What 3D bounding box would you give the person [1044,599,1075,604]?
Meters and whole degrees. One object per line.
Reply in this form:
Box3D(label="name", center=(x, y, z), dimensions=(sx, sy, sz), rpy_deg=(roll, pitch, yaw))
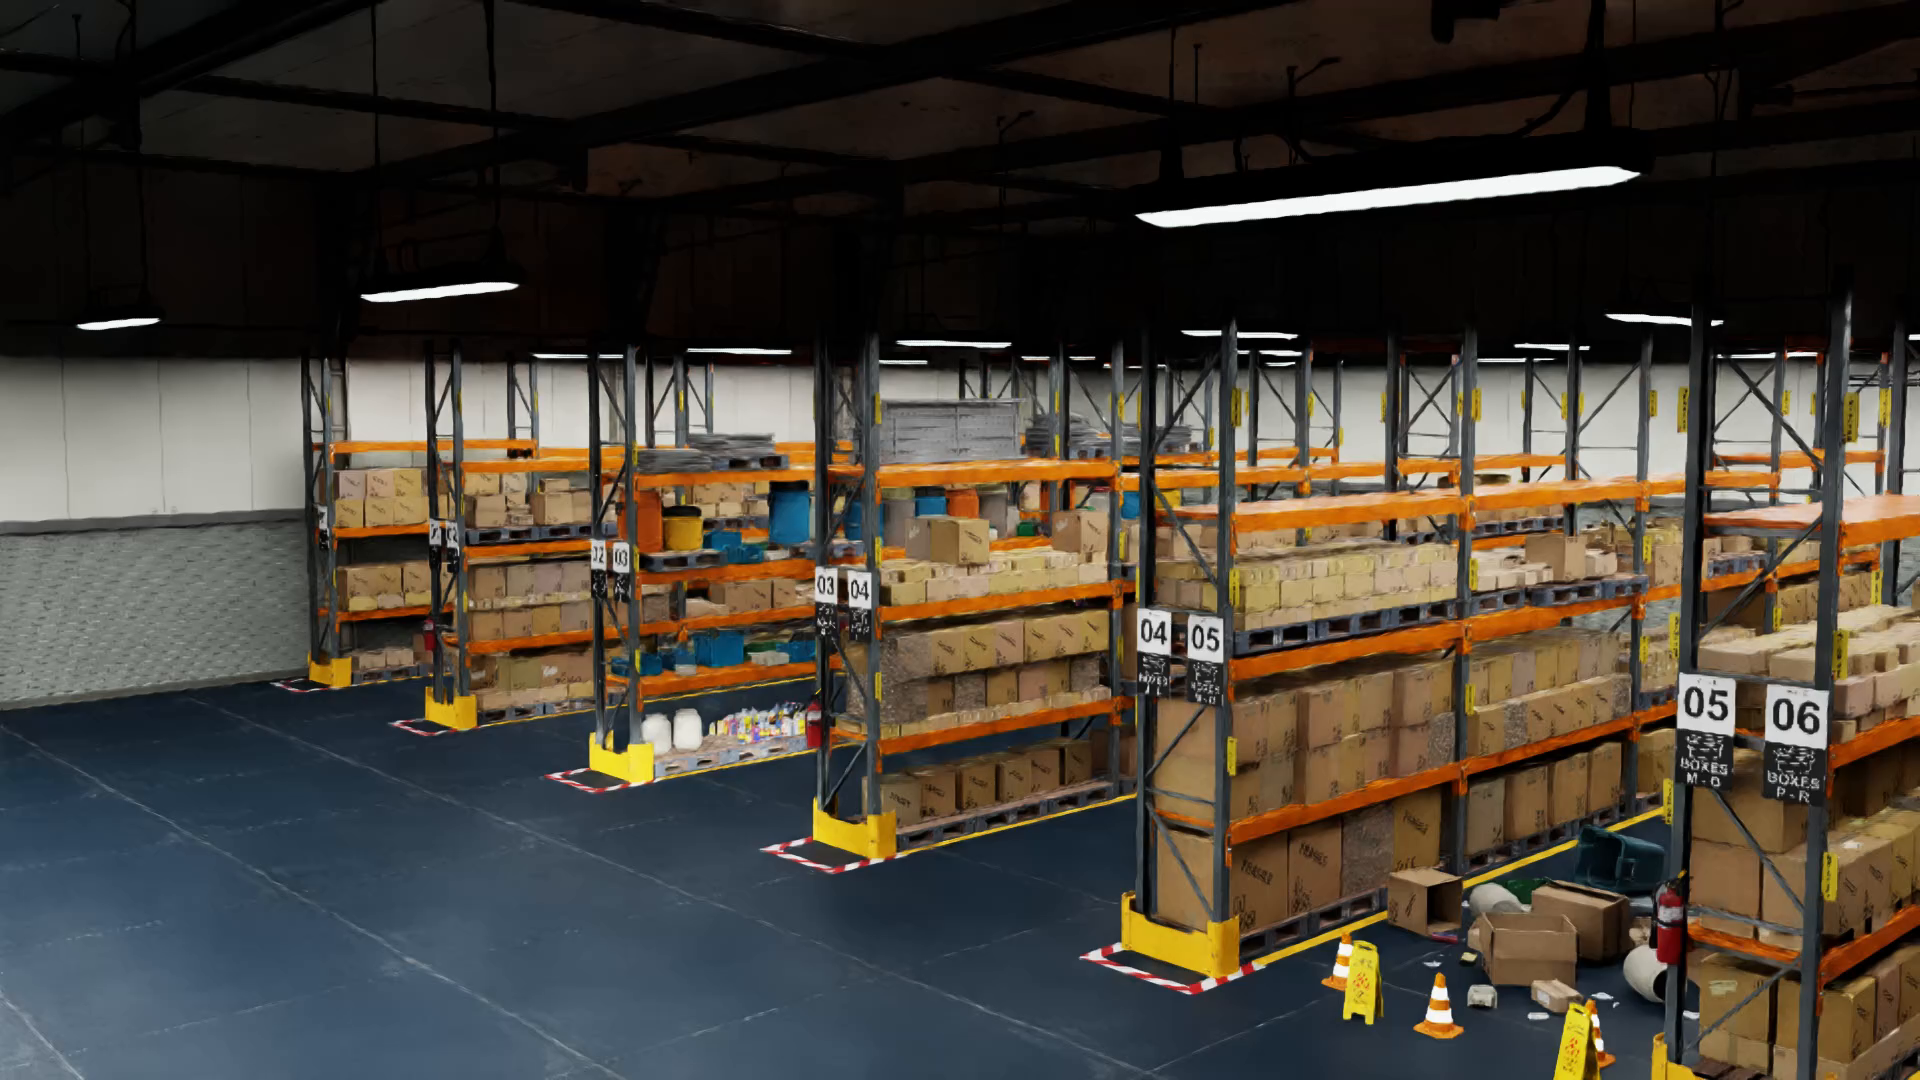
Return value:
Box3D(label="person", center=(1.891, 1.506, 31.447), dimensions=(0.682, 1.763, 0.585), rpy_deg=(-2, 5, -20))
